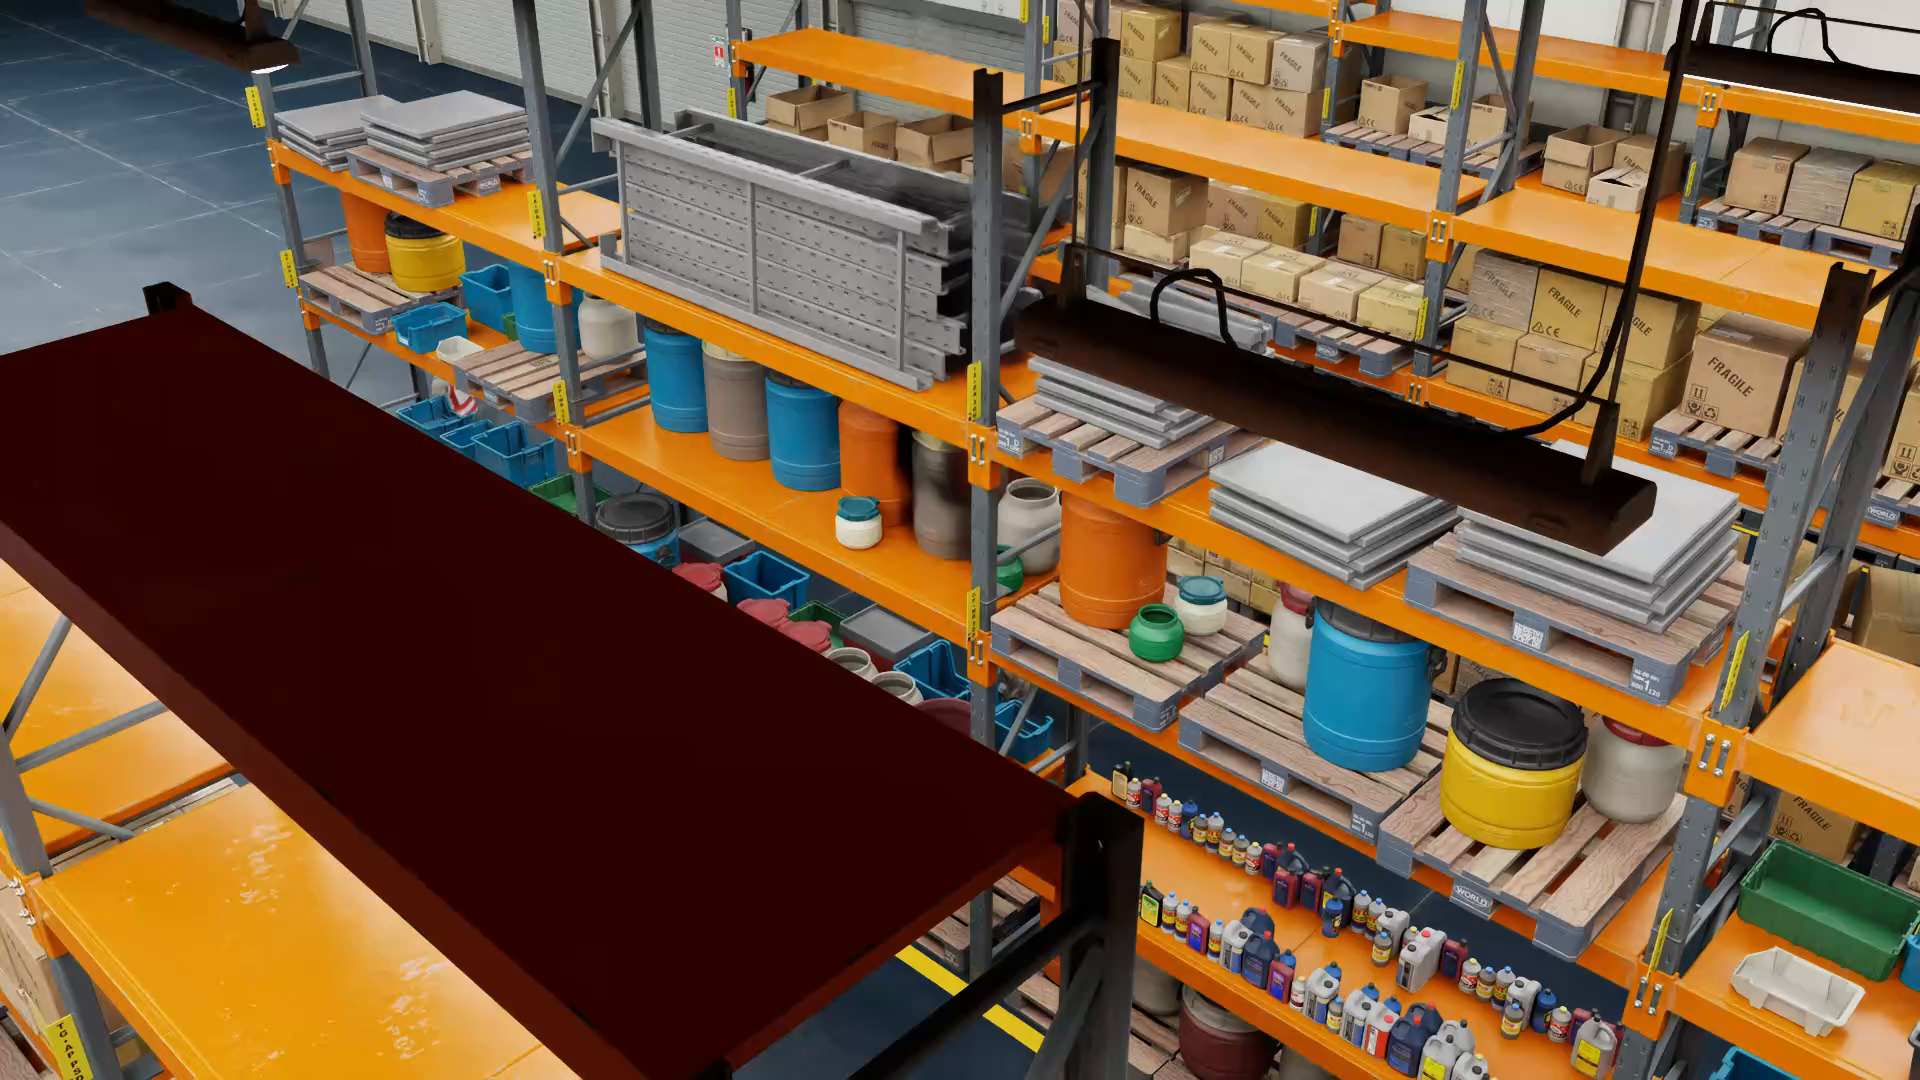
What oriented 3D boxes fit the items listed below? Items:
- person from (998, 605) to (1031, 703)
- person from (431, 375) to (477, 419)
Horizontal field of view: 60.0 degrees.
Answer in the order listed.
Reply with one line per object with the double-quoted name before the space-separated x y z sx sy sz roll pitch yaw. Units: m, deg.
"person" 0.379 0.534 13.562 0.586 1.681 0.638 23 37 35
"person" -5.056 -1.237 16.670 0.560 1.729 0.701 7 30 11
